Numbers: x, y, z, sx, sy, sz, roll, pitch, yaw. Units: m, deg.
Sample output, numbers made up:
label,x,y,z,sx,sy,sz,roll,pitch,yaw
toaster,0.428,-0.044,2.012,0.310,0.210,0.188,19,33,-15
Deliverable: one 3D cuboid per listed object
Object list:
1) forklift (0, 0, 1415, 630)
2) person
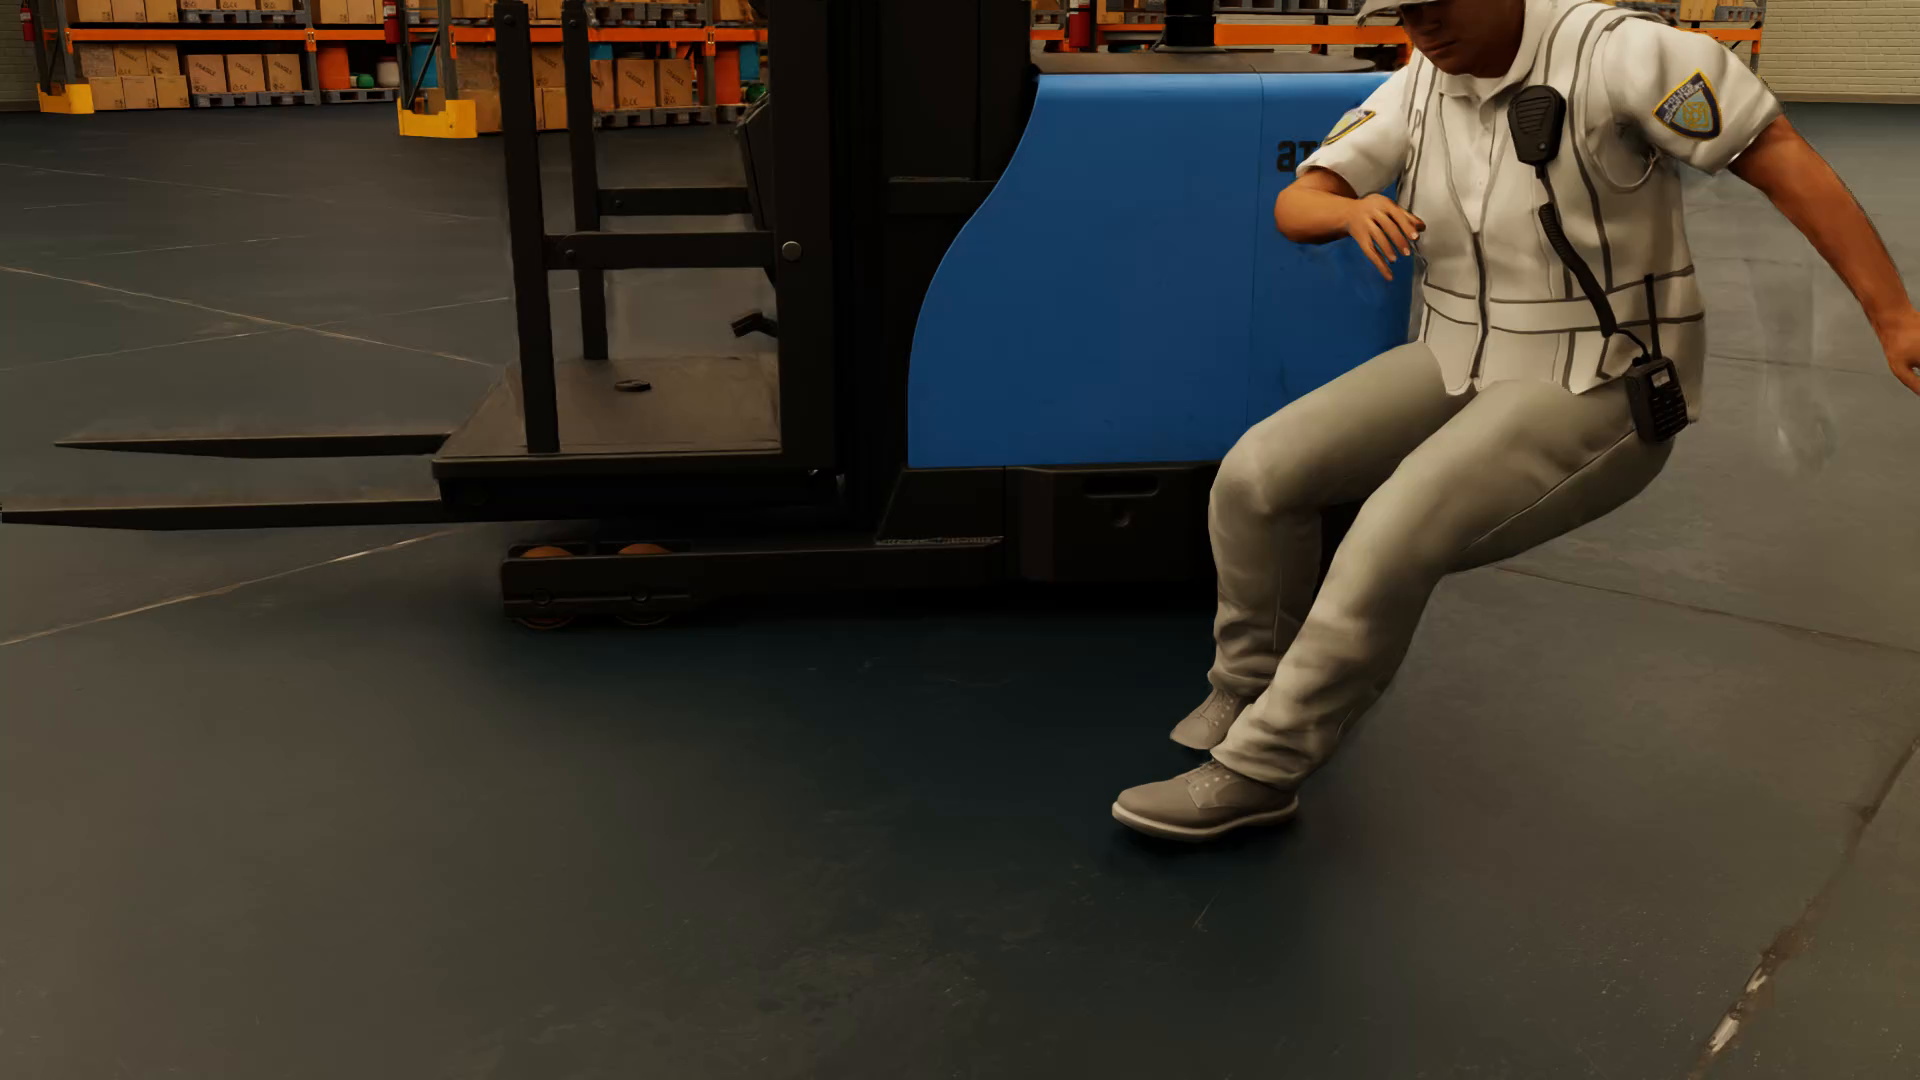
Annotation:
label,x,y,z,sx,sy,sz,roll,pitch,yaw
forklift,-0.608,-1.382,3.450,3.031,2.935,1.130,-2,17,-6
person,0.716,-0.196,2.359,0.925,1.420,0.960,-10,20,-30
